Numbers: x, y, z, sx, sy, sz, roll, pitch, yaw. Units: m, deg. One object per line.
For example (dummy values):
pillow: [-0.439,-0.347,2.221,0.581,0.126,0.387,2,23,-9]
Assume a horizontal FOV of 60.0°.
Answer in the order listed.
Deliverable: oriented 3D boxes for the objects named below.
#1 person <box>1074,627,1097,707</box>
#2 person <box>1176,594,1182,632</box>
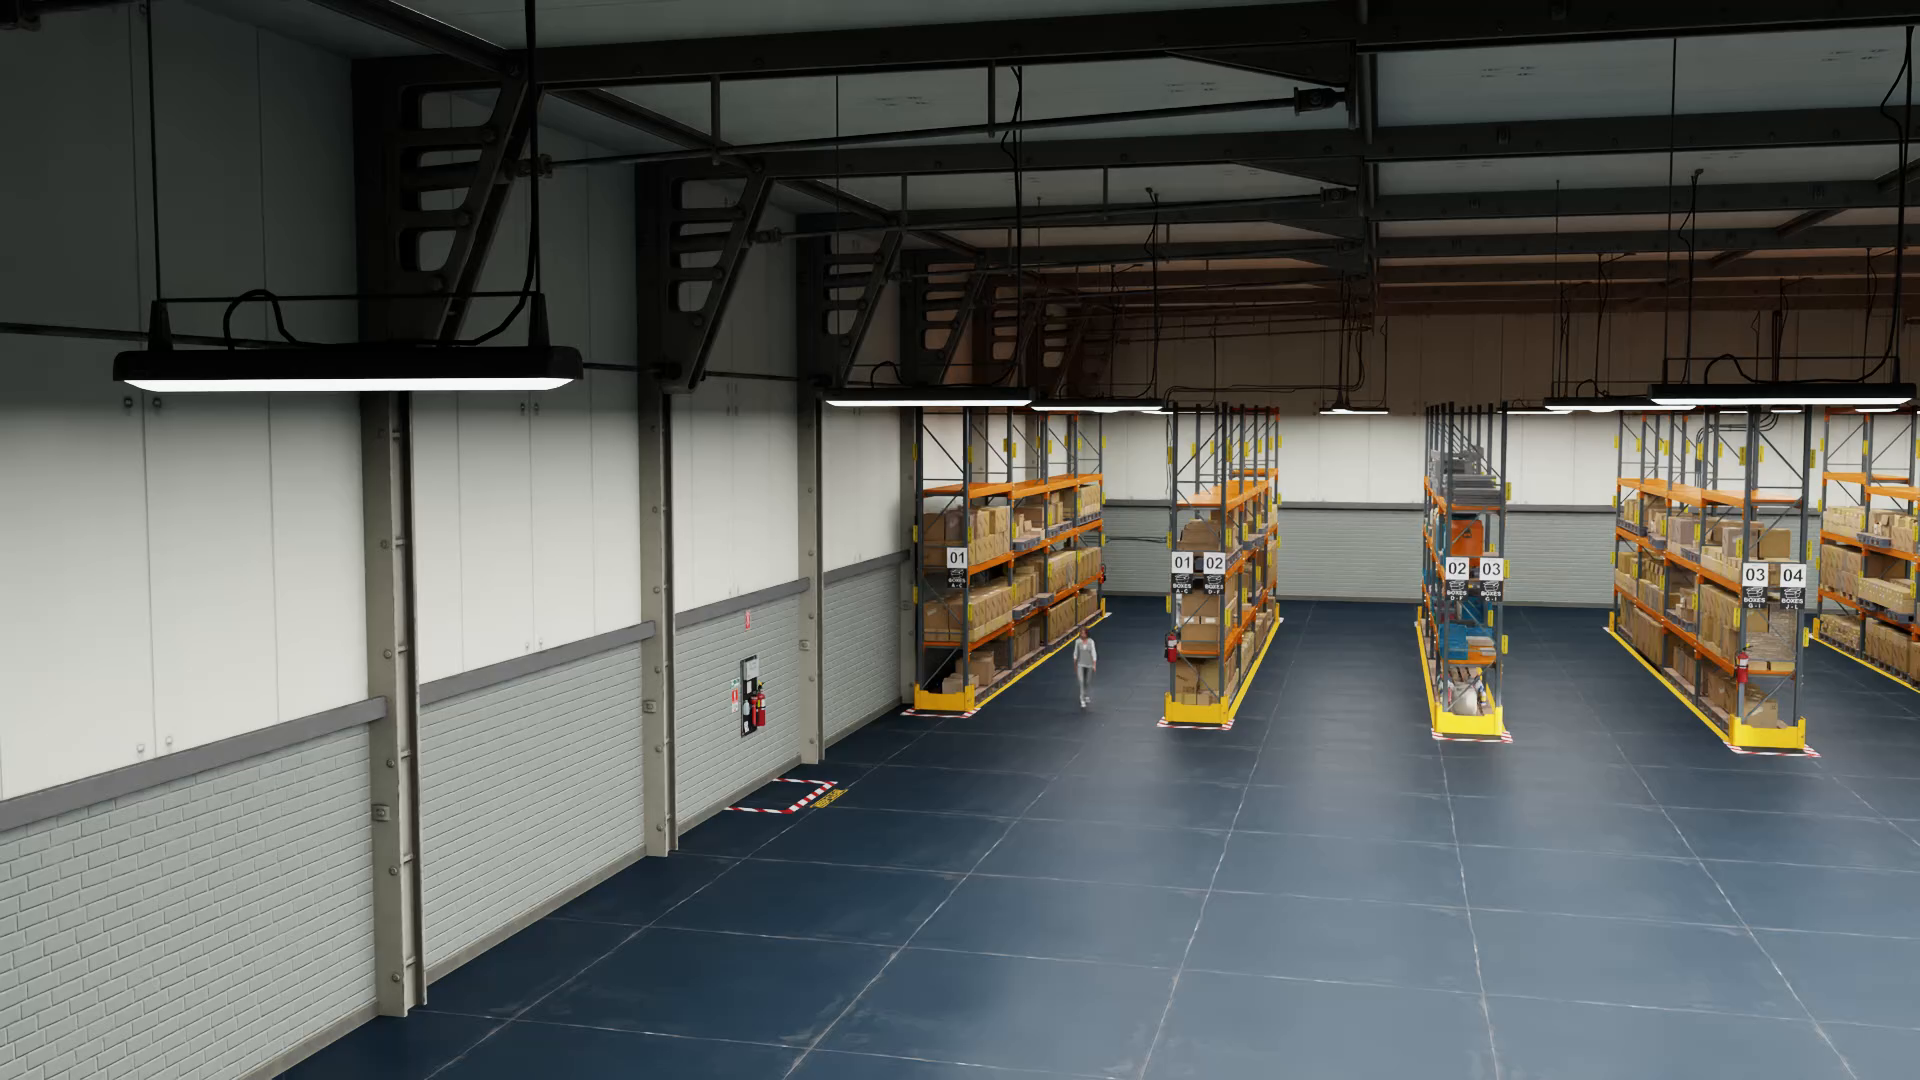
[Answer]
person: [2.482,2.503,32.898,0.437,1.534,0.914,0,4,-1]
person: [5.806,1.583,43.975,0.554,1.787,0.593,-4,6,-43]
